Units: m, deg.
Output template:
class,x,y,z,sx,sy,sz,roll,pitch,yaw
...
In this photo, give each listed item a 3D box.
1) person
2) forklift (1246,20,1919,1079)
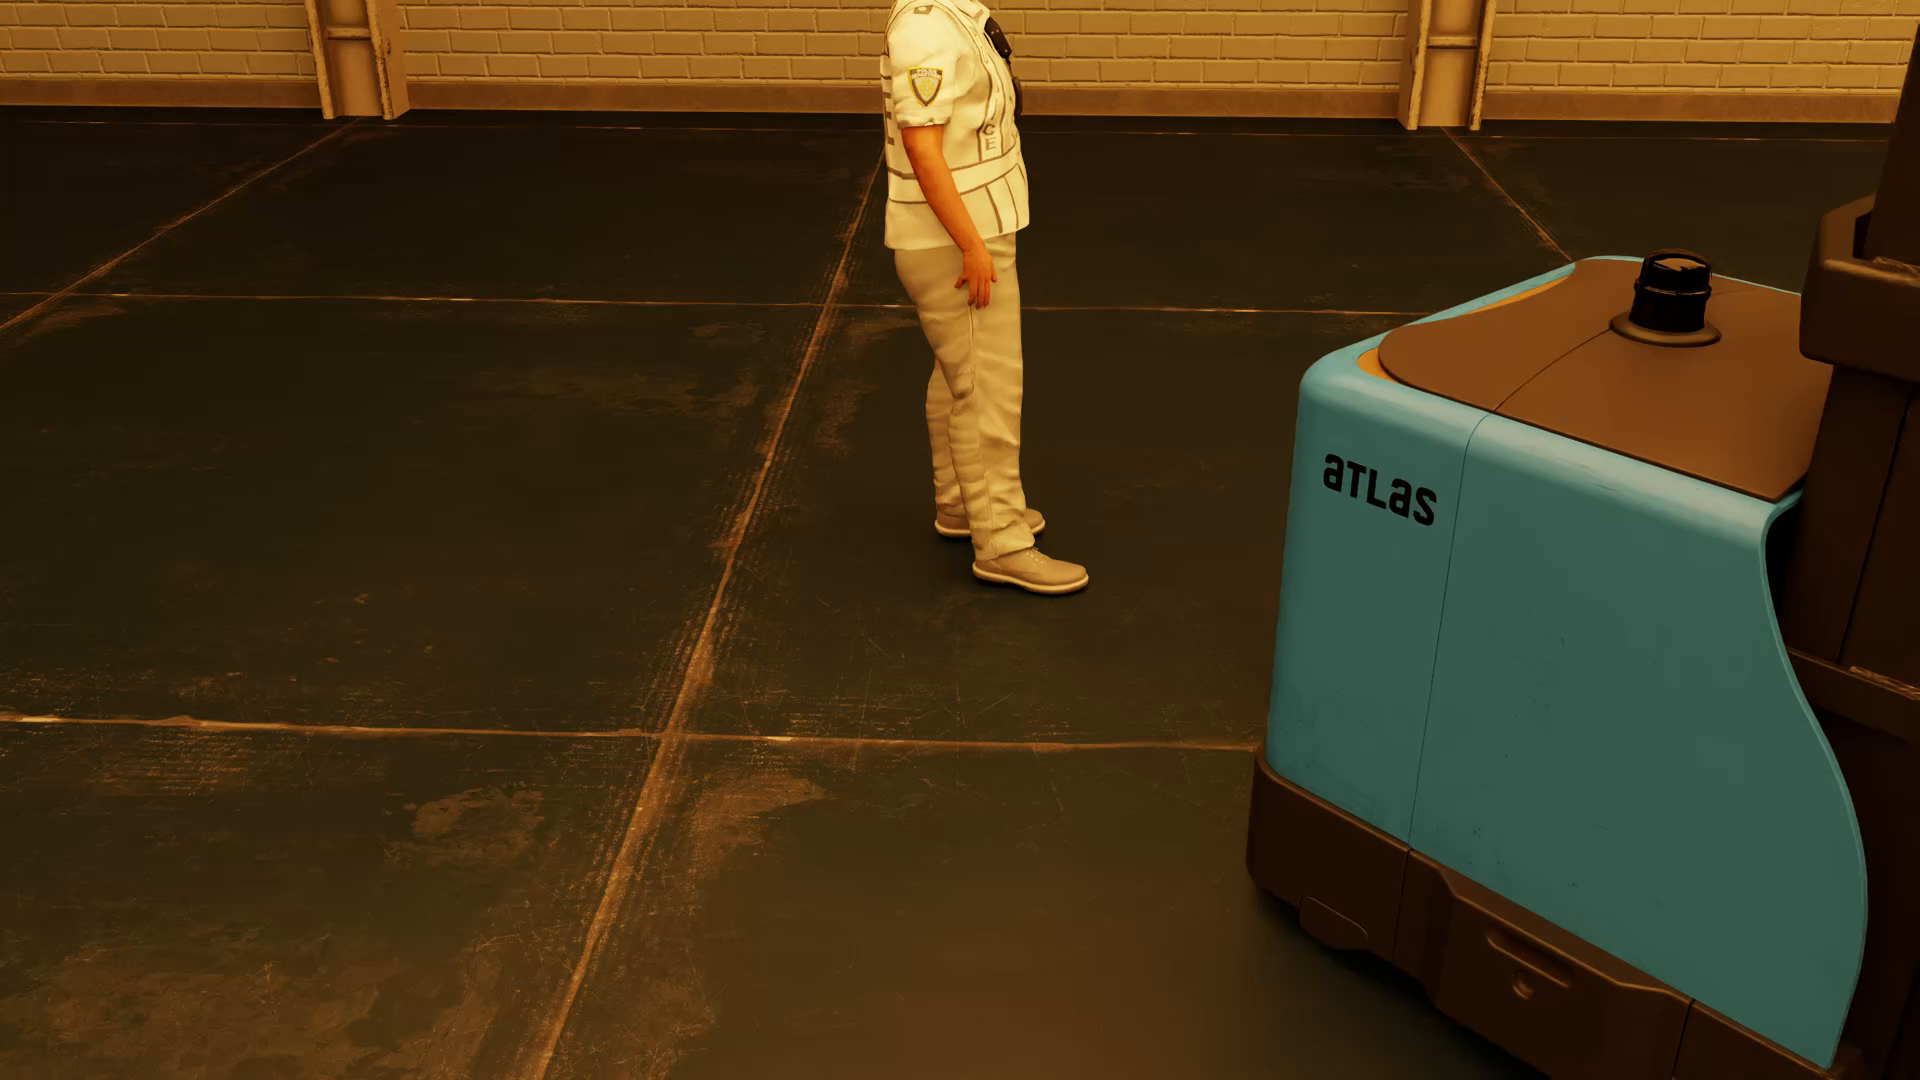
class,x,y,z,sx,sy,sz,roll,pitch,yaw
person,0.075,-0.742,4.126,0.529,1.670,0.598,1,26,2
forklift,1.892,-0.296,1.808,1.130,2.935,3.031,-22,33,-37
